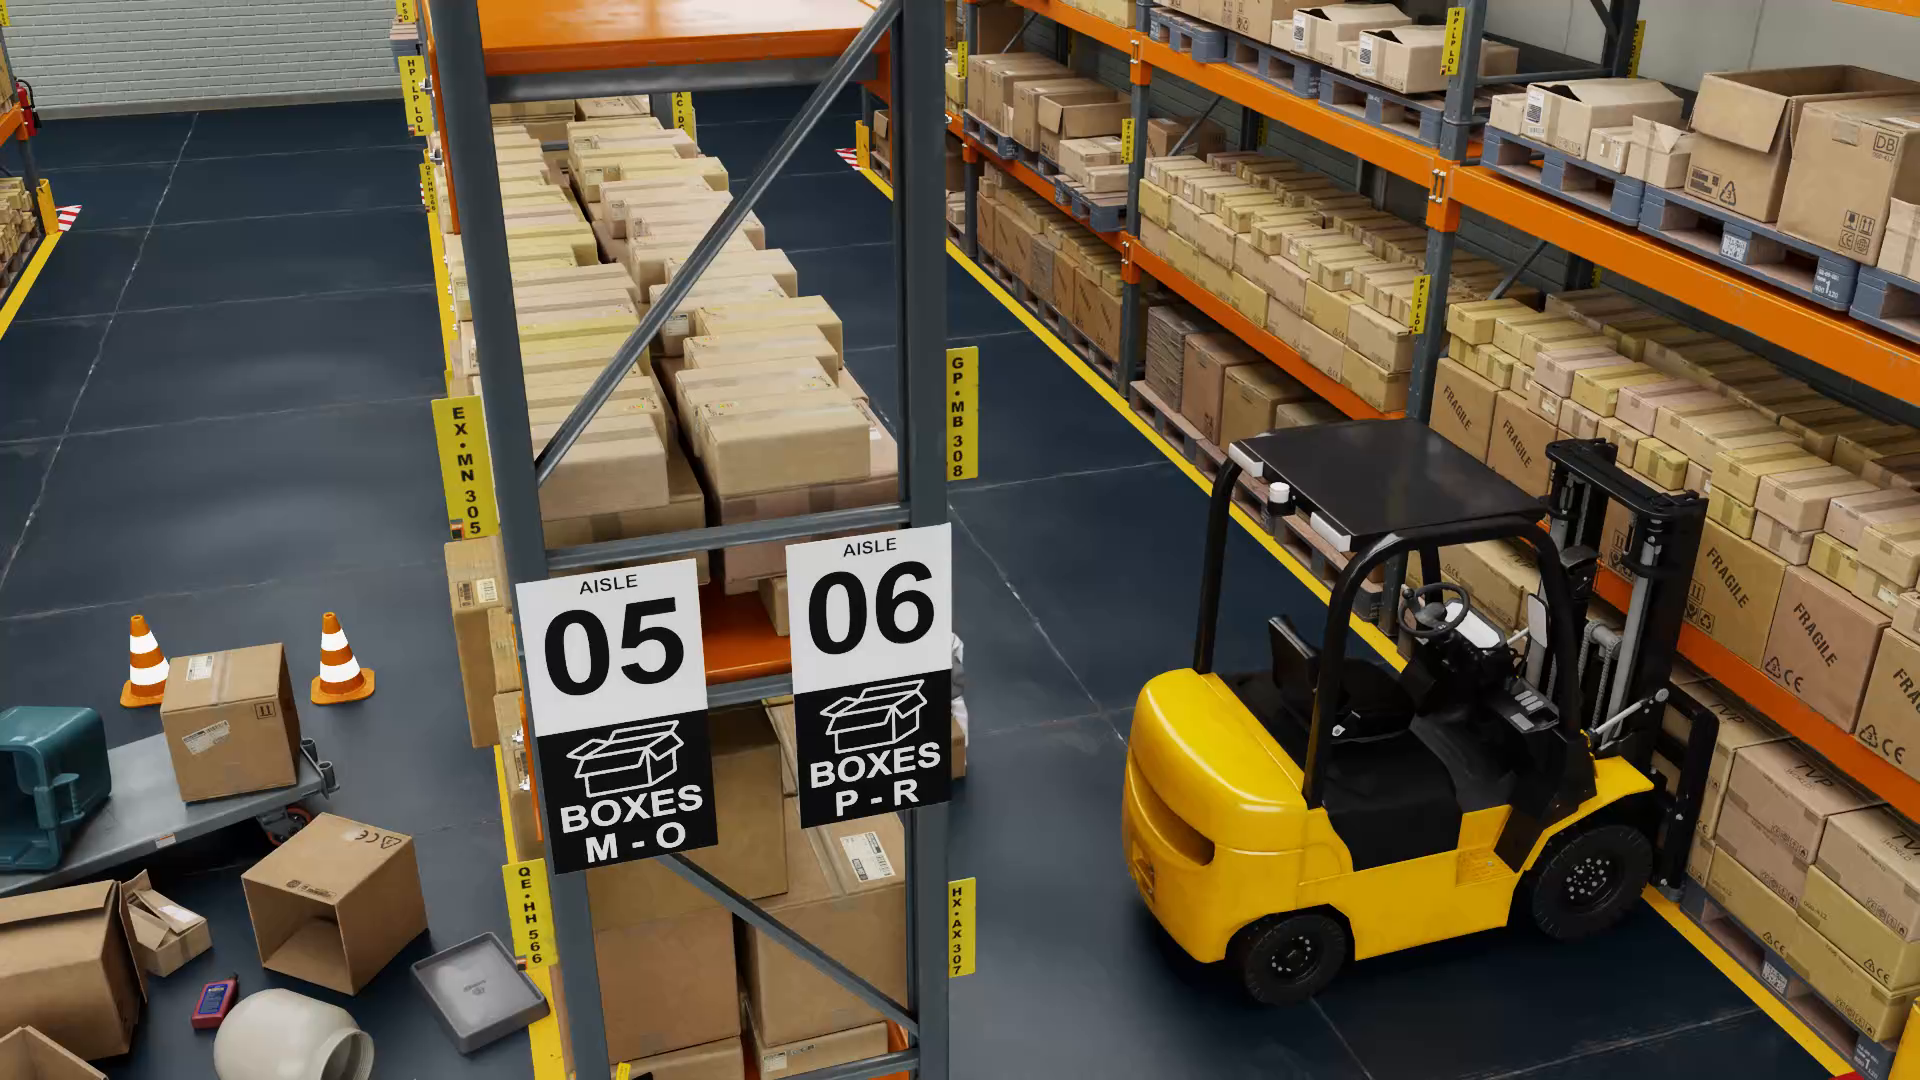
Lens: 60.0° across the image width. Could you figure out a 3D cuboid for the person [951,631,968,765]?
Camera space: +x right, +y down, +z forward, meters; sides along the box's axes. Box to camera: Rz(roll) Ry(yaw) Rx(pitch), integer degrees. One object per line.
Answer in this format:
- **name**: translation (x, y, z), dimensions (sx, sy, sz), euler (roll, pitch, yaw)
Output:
- **person**: translation (-0.215, 0.683, 8.688), dimensions (0.462, 0.842, 0.889), euler (-9, 28, -18)
